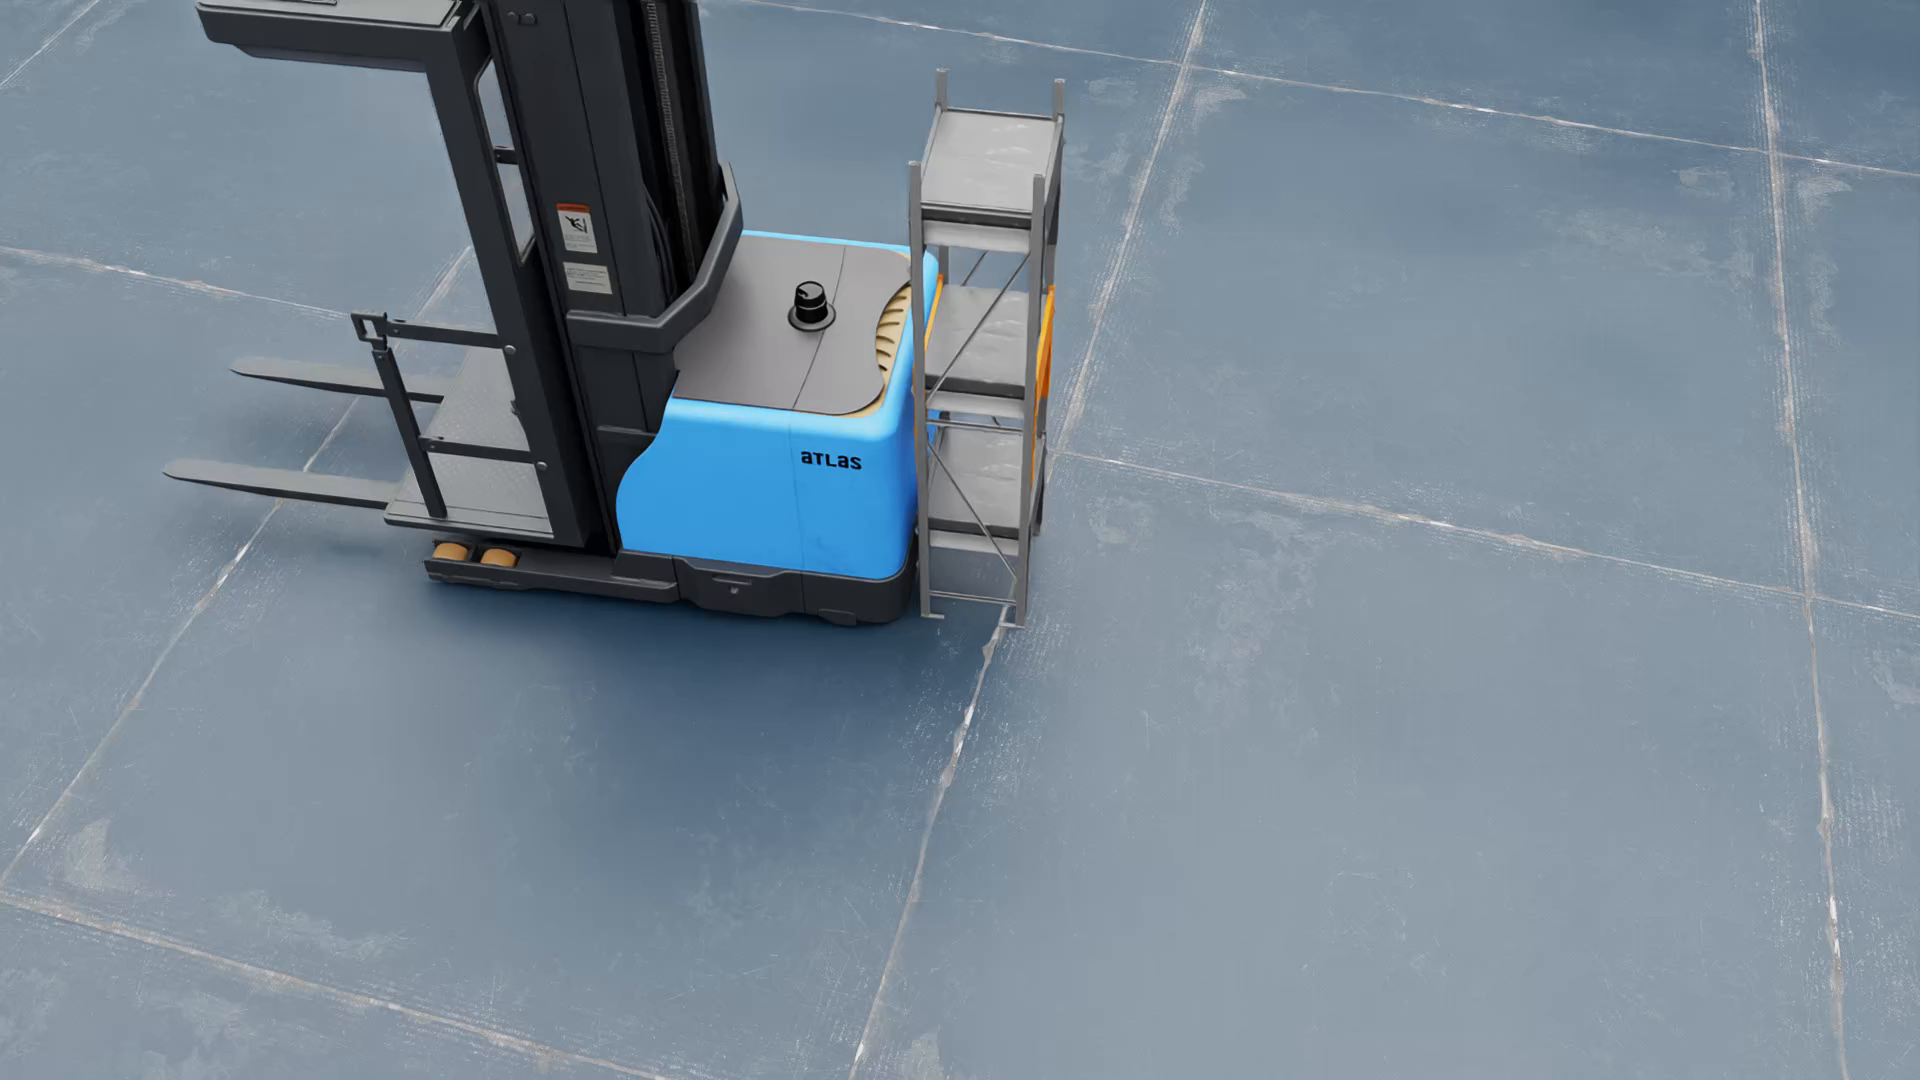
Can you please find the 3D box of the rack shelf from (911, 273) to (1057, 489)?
[{"bbox_3d":[0.087,-0.551,5.773,0.431,0.518,0.480,7,49,6],"label":"rack shelf"}]

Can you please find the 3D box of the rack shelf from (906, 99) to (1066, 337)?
[{"bbox_3d":[0.087,-1.014,5.248,0.431,0.518,0.480,7,49,6],"label":"rack shelf"}]

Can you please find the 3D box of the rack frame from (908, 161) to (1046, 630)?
[{"bbox_3d":[0.049,-0.379,5.603,0.400,2.100,0.015,7,49,6],"label":"rack frame"}]

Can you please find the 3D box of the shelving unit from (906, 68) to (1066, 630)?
[{"bbox_3d":[0.087,-0.560,5.763,0.431,2.100,0.503,7,49,6],"label":"shelving unit"}]

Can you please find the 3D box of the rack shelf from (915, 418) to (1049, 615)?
[{"bbox_3d":[0.087,-0.088,6.298,0.431,0.518,0.480,7,49,6],"label":"rack shelf"}]

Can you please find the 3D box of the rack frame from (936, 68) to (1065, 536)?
[{"bbox_3d":[0.125,-0.741,5.922,0.400,2.100,0.015,7,49,6],"label":"rack frame"}]

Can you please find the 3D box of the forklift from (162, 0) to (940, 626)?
[{"bbox_3d":[-1.627,-1.162,5.740,3.031,2.935,1.130,7,49,6],"label":"forklift"}]
